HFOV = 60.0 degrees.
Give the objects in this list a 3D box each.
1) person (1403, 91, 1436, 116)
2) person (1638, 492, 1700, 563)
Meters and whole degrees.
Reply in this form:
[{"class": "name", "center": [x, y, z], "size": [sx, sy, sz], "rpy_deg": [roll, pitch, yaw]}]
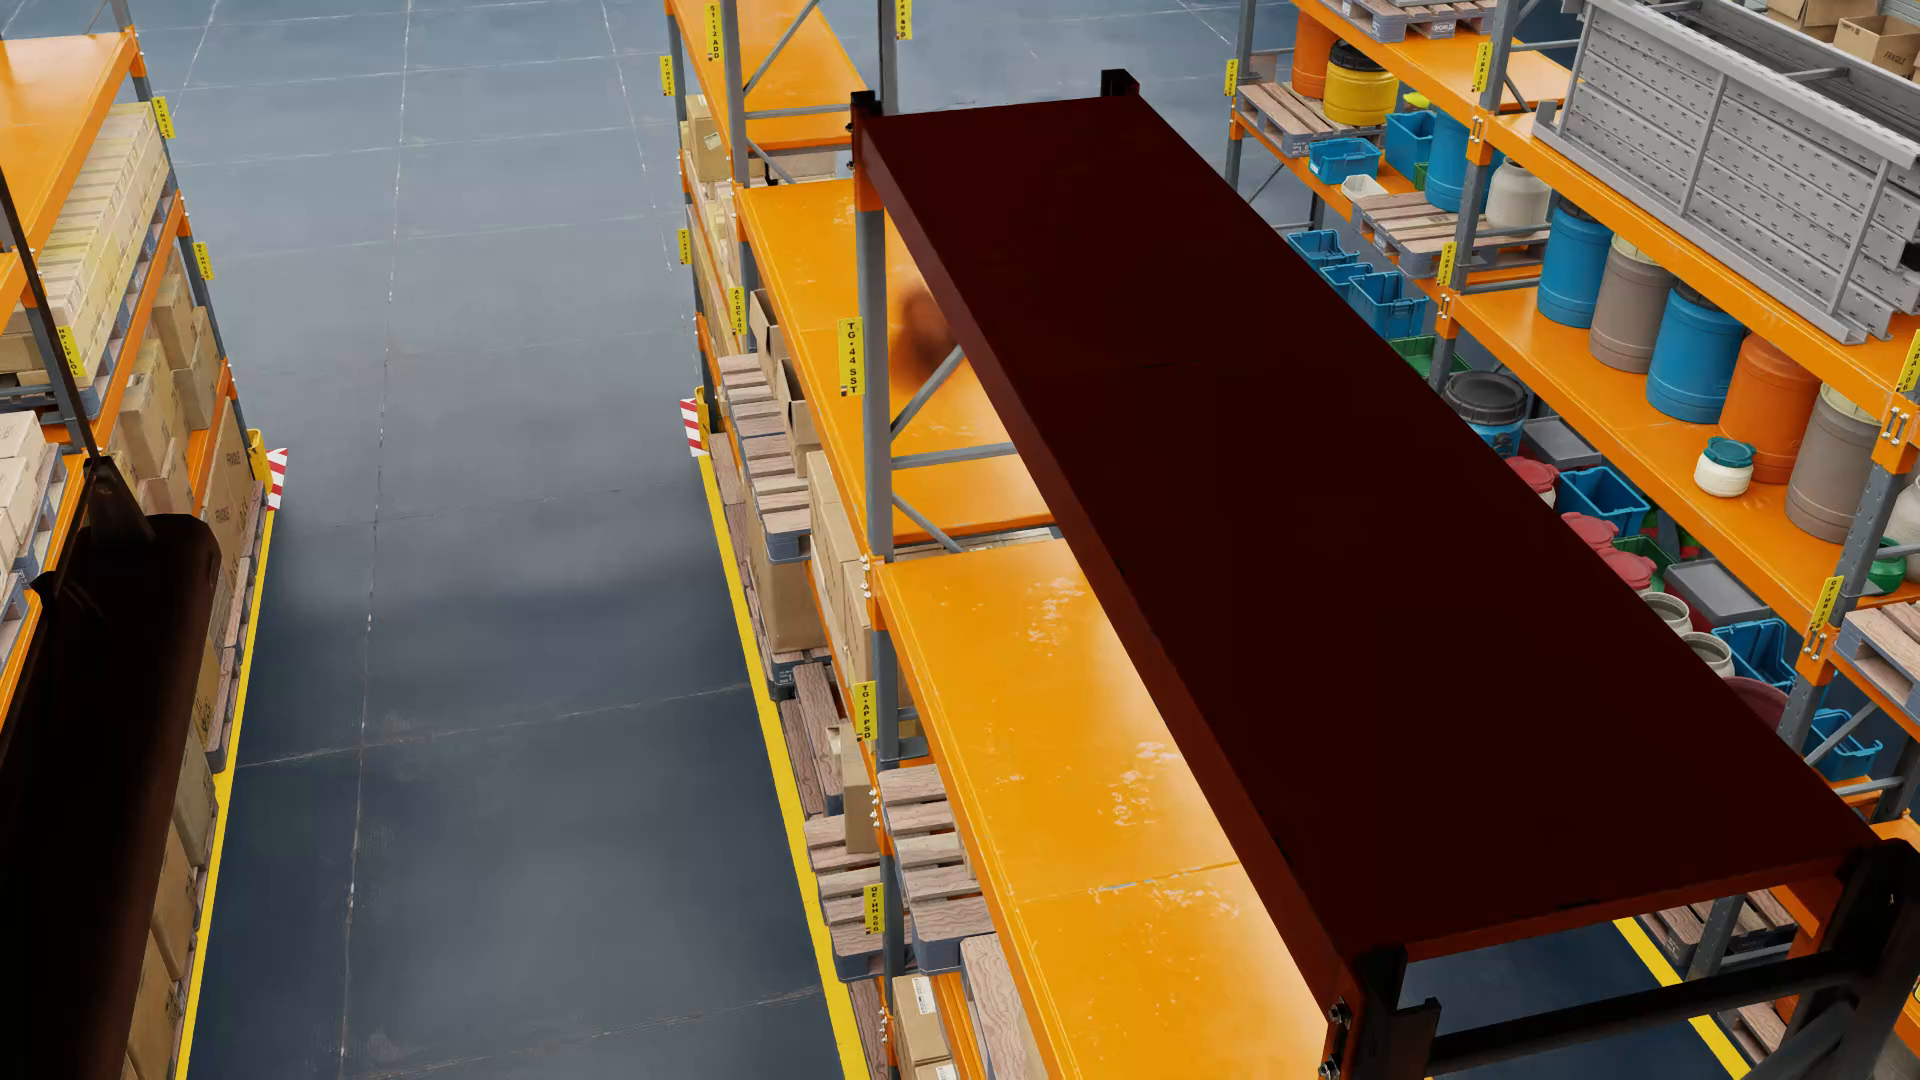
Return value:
[{"class": "person", "center": [5.060, -4.219, 18.701], "size": [0.696, 1.717, 0.689], "rpy_deg": [8, 35, 11]}, {"class": "person", "center": [5.734, -0.446, 13.179], "size": [0.636, 1.823, 0.763], "rpy_deg": [-11, 36, -16]}]
